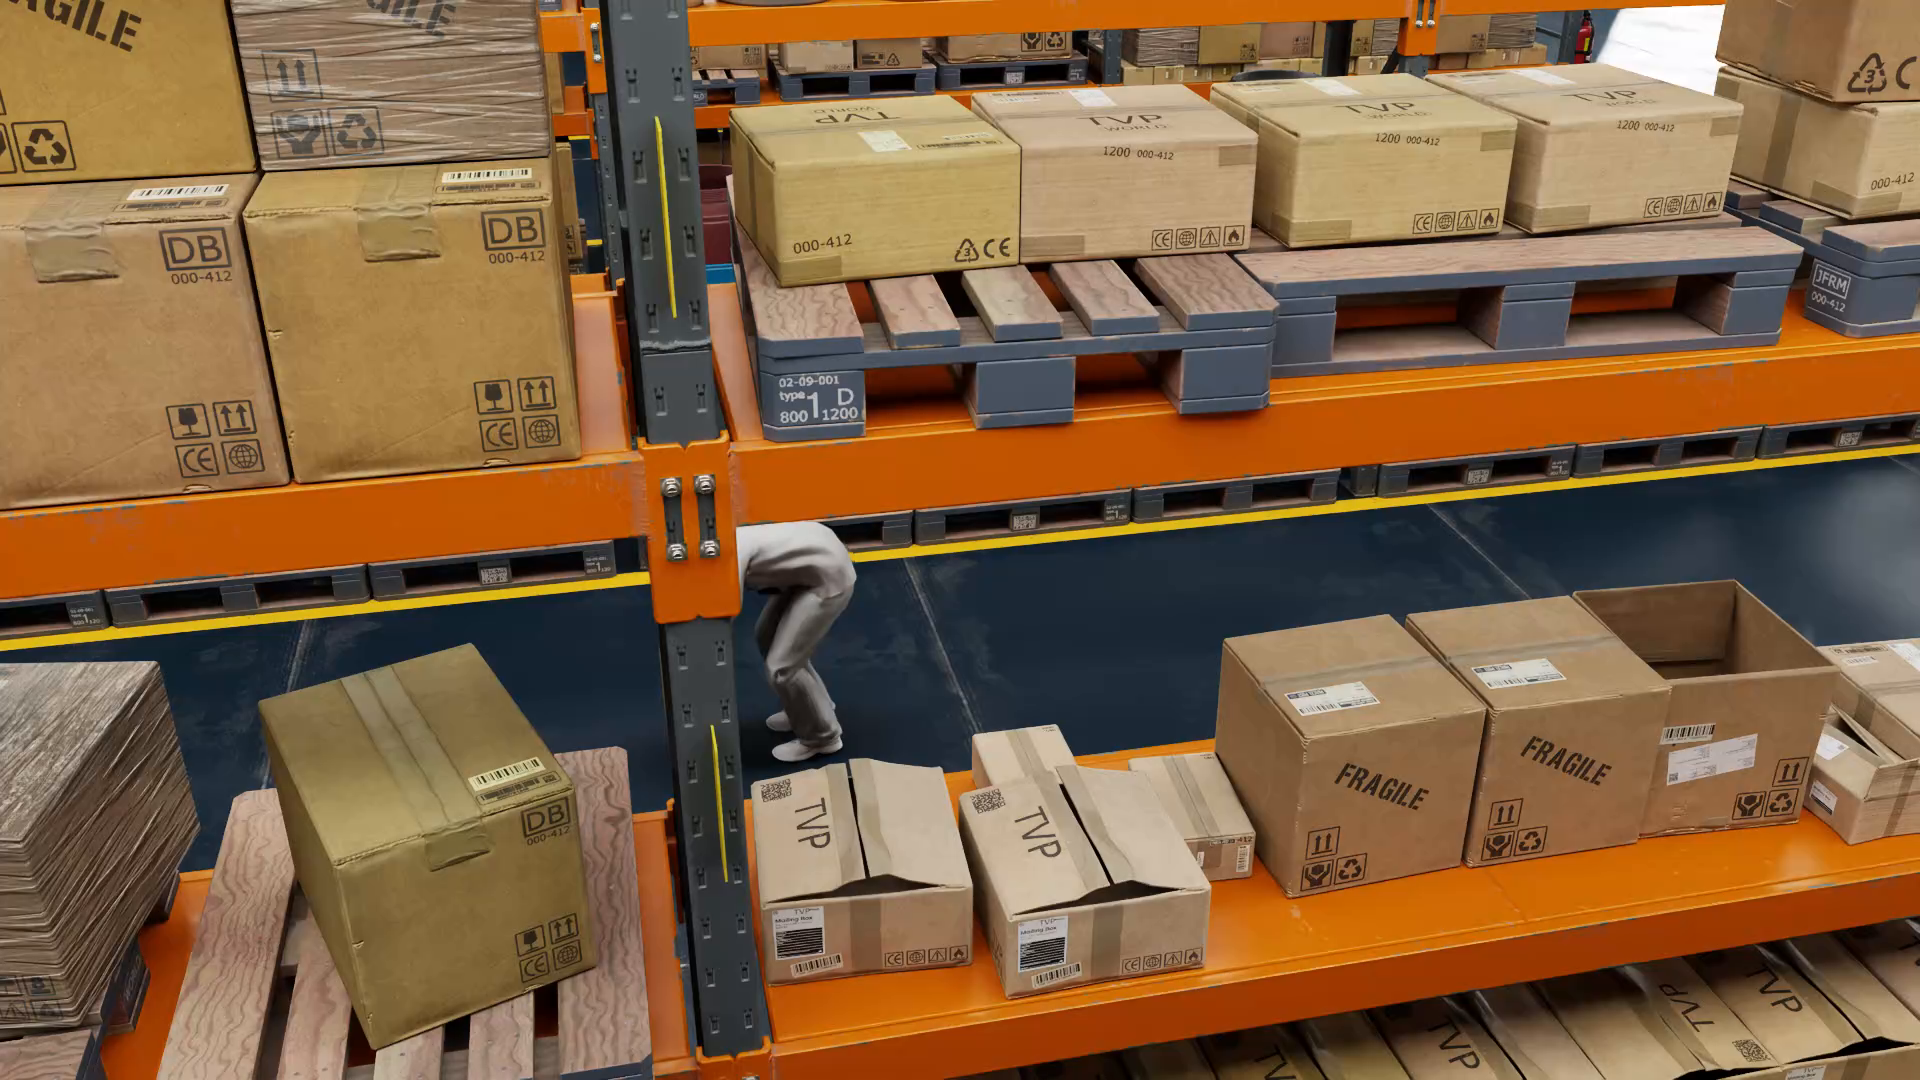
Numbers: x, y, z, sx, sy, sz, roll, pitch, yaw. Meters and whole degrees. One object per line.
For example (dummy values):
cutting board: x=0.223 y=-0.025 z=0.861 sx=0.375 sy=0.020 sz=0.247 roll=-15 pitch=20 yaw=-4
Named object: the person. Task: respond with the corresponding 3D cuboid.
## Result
person: x=-0.855 y=0.383 z=6.957 sx=0.853 sy=1.138 sz=0.447 roll=-7 pitch=28 yaw=-14
